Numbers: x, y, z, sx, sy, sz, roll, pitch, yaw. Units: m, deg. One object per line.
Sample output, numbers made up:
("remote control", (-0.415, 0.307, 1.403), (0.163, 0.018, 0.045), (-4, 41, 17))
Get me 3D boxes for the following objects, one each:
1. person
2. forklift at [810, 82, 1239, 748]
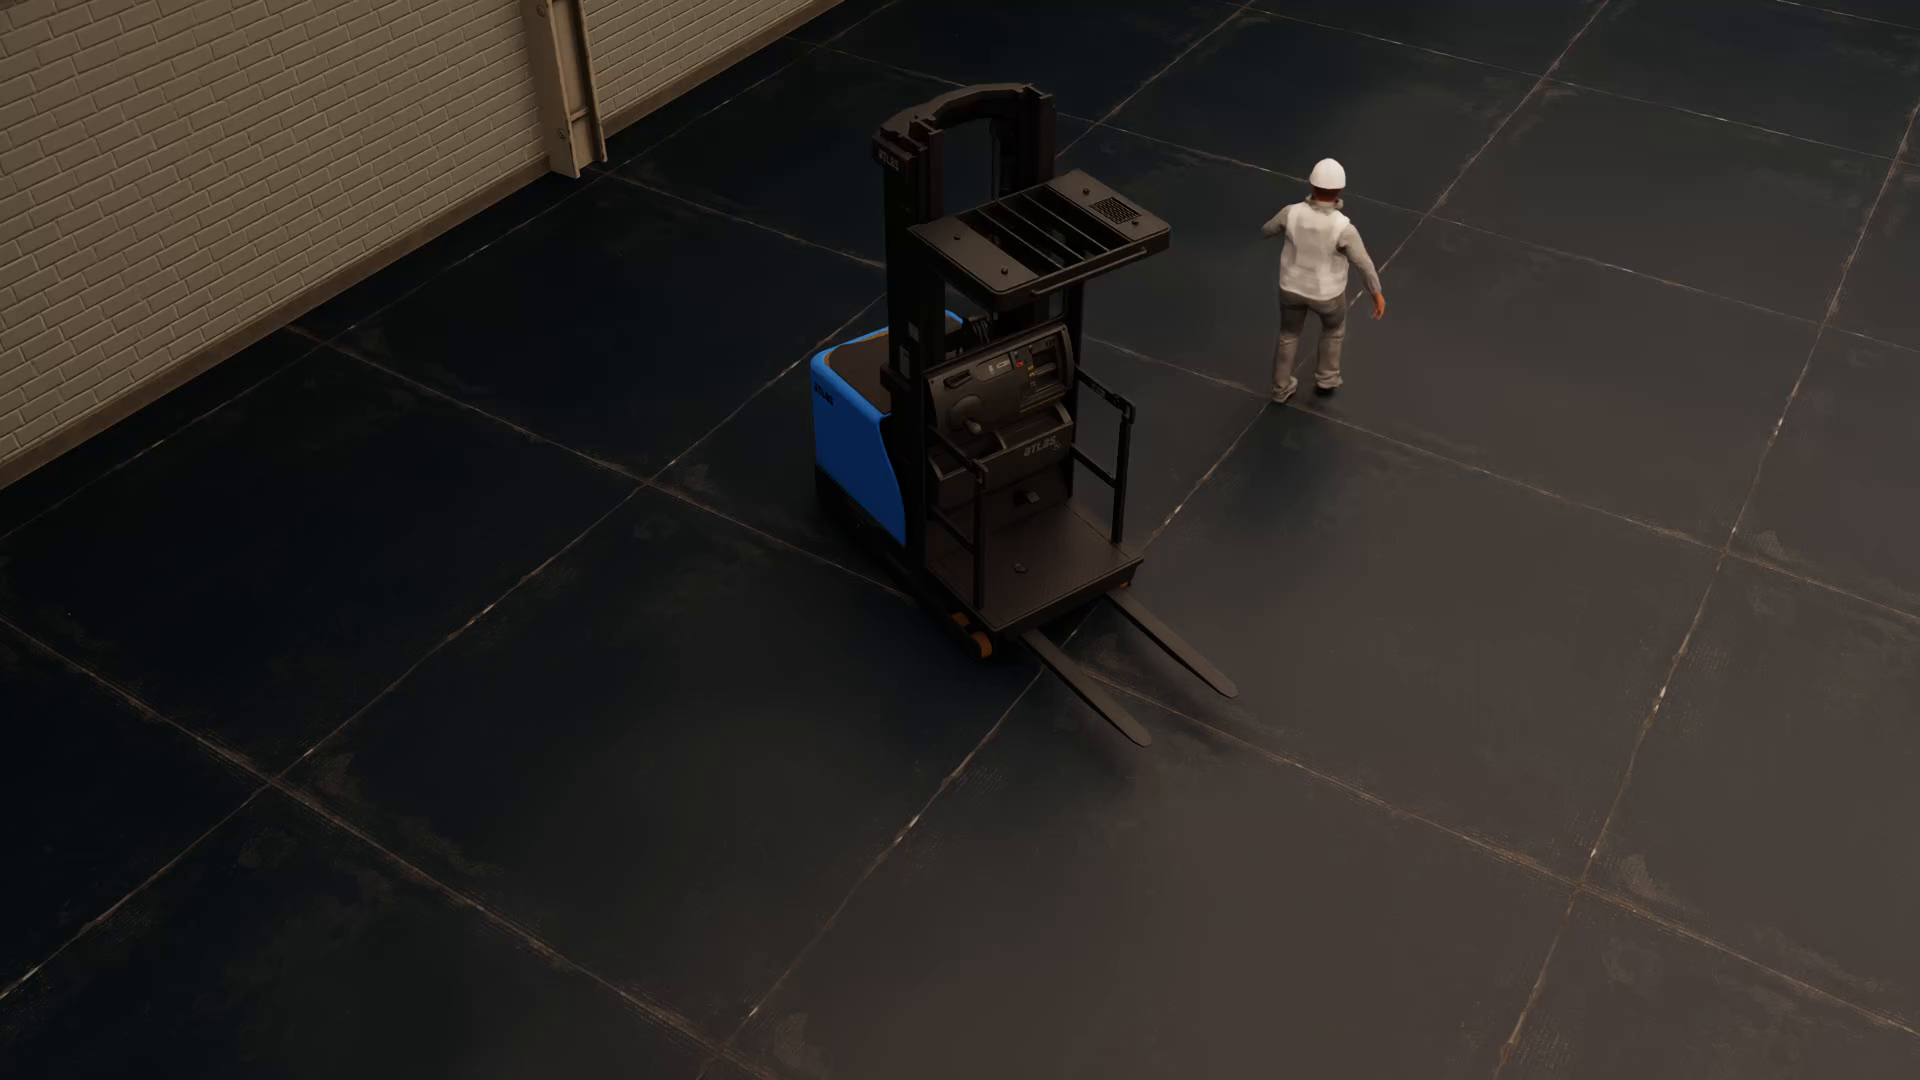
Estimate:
("person", (2.361, -1.694, 10.924), (0.955, 1.799, 0.580), (22, 45, 24))
("forklift", (0.353, -0.796, 8.907), (1.130, 2.935, 3.031), (-25, 46, -26))
